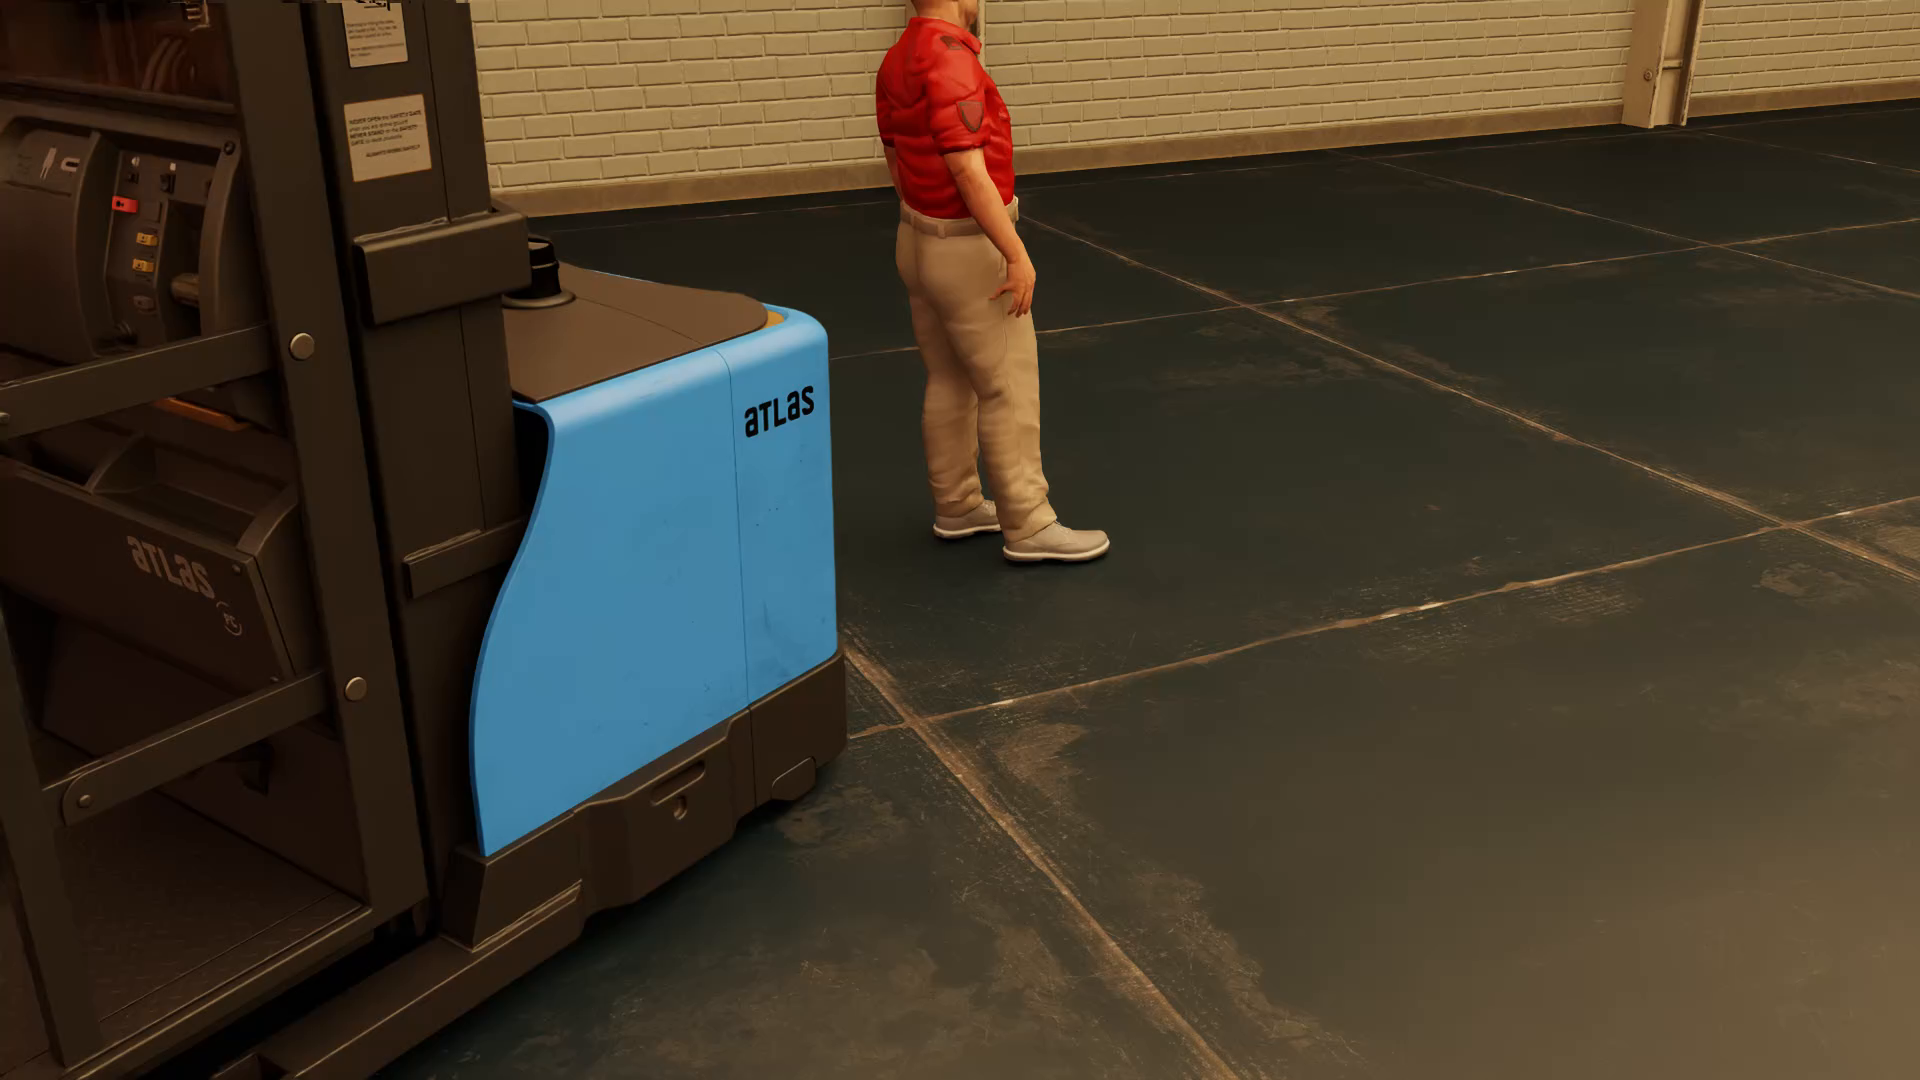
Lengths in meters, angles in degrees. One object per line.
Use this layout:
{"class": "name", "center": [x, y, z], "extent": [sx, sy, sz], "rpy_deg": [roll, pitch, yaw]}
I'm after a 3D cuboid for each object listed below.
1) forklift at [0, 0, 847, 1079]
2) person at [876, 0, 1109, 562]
{"class": "forklift", "center": [-1.518, -0.474, 2.428], "extent": [1.130, 2.935, 3.031], "rpy_deg": [15, 27, 32]}
{"class": "person", "center": [0.086, -0.816, 4.798], "extent": [0.550, 1.728, 0.641], "rpy_deg": [-10, 25, -23]}
